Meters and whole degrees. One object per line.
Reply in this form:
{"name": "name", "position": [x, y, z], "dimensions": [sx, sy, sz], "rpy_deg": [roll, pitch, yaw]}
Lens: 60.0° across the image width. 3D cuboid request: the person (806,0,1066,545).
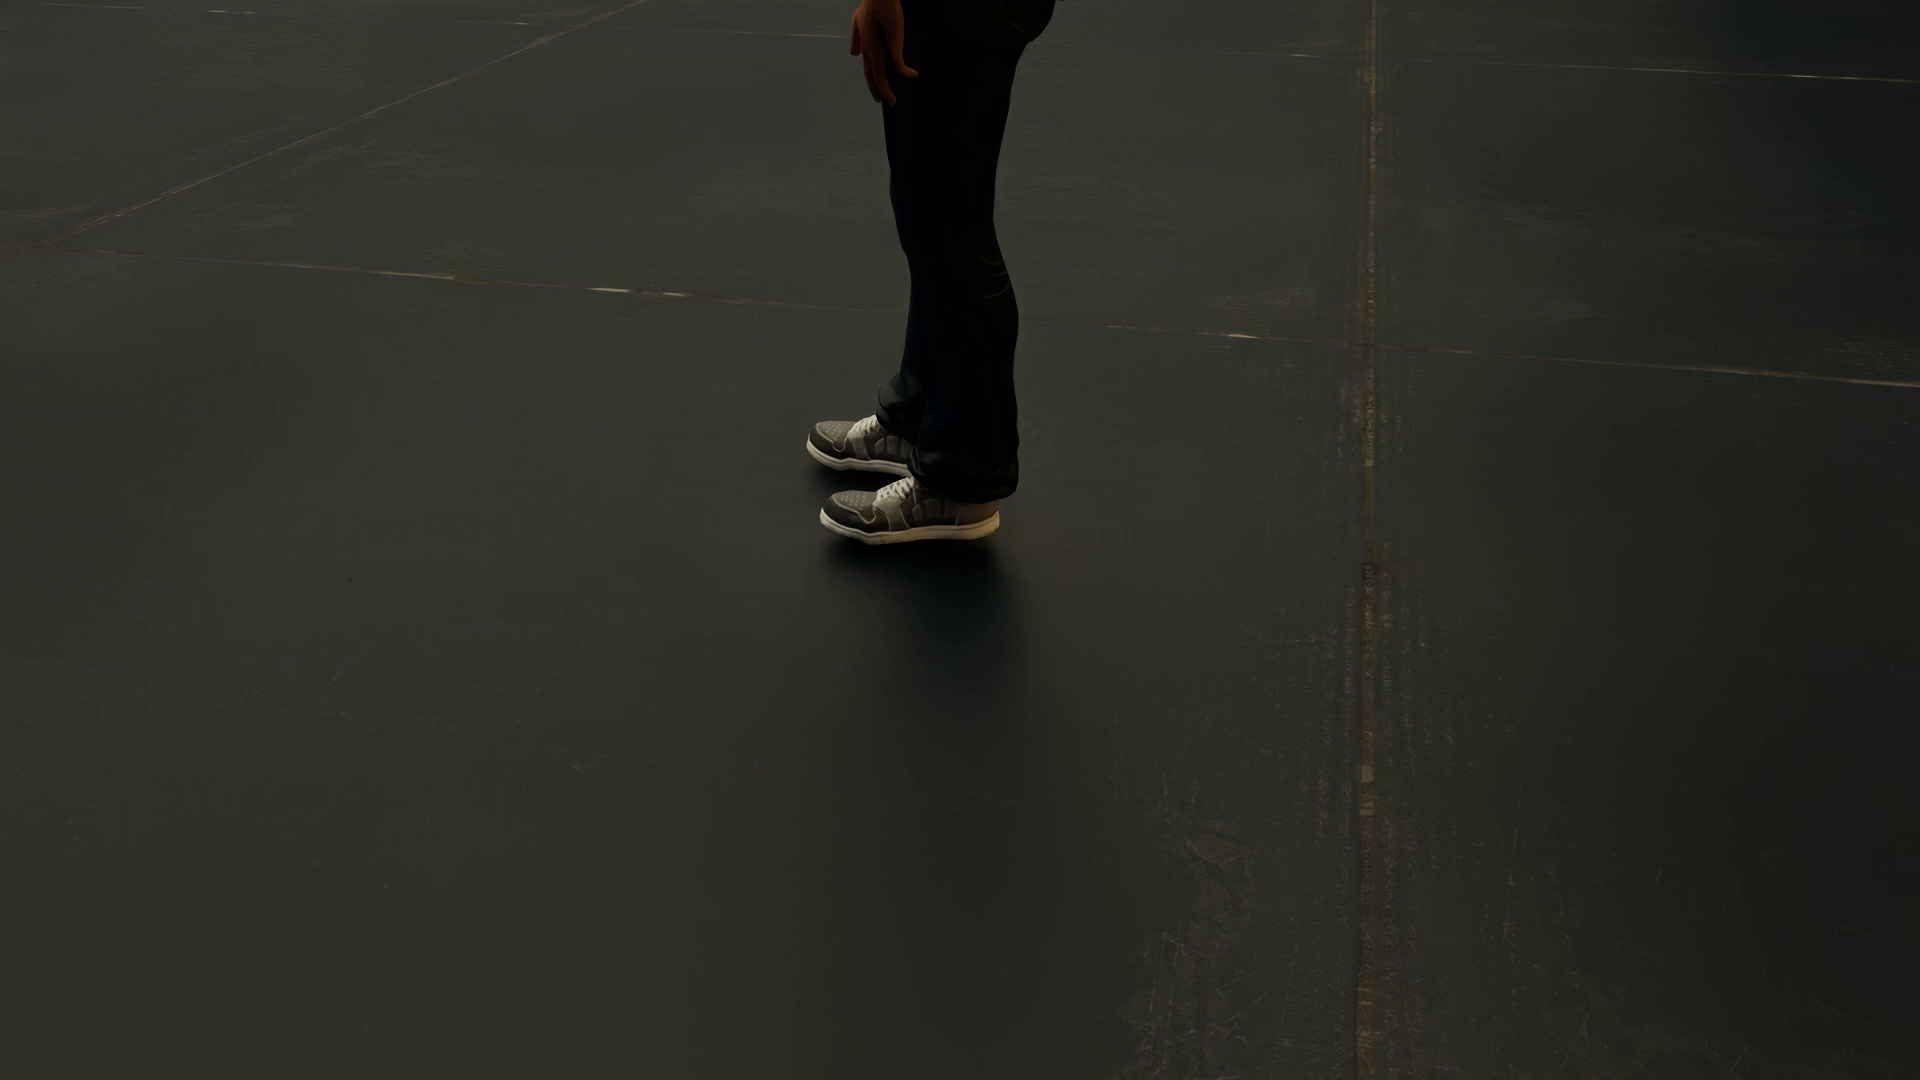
{"name": "person", "position": [-0.069, -0.733, 2.164], "dimensions": [0.476, 1.597, 0.520], "rpy_deg": [6, 27, 11]}
